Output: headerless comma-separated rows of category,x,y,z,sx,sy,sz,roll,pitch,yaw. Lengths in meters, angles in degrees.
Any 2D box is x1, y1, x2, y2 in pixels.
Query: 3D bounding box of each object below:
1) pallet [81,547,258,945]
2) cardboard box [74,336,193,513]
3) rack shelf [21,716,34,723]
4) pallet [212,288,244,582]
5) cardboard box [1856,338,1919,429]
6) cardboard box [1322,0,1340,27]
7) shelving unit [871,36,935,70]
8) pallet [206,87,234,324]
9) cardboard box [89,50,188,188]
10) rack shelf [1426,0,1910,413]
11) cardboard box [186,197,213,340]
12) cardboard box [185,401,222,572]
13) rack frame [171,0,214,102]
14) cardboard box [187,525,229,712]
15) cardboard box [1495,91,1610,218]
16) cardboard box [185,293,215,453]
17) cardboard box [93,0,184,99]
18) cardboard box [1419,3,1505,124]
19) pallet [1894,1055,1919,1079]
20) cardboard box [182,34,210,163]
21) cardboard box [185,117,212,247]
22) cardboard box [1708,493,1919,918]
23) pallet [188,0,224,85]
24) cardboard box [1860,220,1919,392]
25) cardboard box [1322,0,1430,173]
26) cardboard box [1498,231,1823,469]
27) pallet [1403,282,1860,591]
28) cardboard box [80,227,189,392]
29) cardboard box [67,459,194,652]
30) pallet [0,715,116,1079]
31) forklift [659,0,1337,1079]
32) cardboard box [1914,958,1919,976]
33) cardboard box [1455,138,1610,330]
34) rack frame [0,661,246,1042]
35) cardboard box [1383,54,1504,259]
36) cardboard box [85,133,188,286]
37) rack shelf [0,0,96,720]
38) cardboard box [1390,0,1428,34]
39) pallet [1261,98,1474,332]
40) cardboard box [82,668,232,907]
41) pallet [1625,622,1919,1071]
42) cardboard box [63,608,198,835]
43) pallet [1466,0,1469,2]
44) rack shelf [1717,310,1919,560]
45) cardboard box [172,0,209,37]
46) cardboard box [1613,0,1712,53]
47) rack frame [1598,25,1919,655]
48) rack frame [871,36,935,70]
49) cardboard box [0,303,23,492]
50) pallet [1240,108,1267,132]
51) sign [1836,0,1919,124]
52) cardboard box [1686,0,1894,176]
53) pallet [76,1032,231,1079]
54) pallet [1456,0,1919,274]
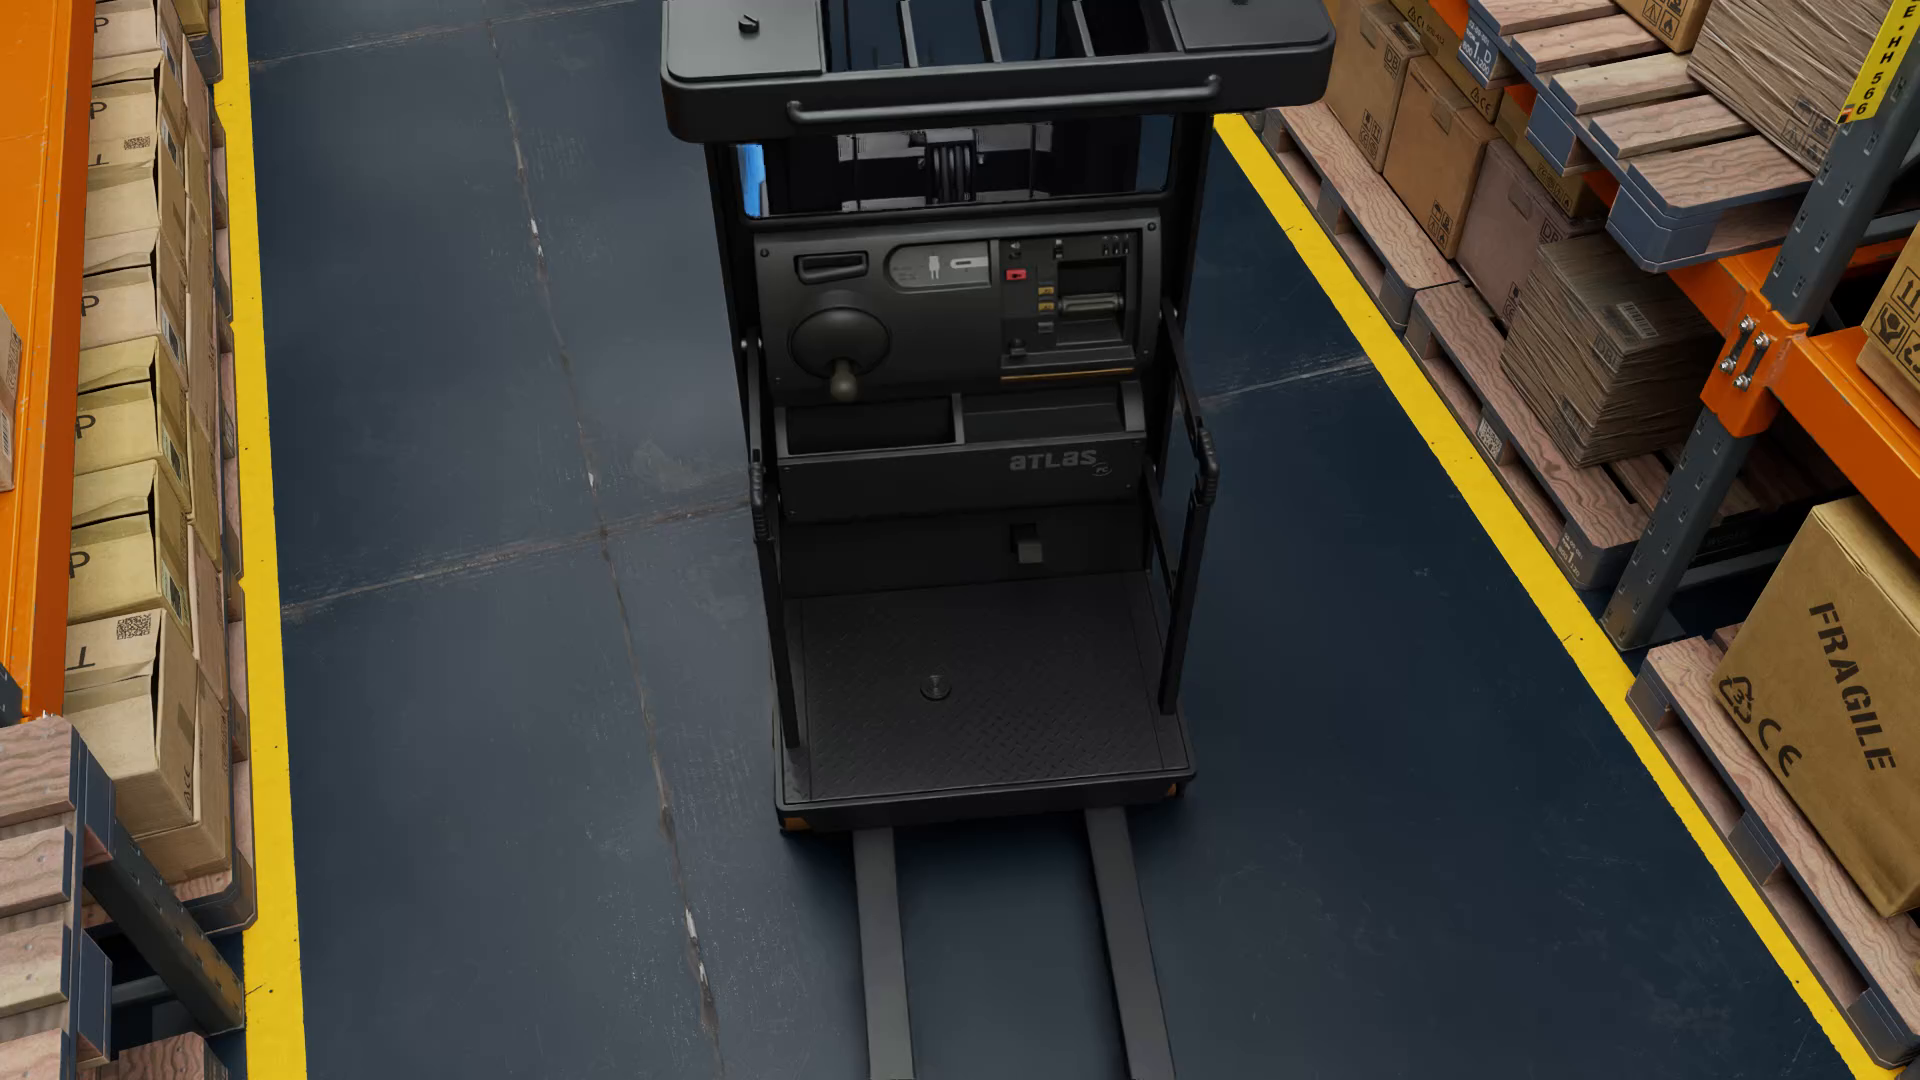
pallet,-2.508,0.627,4.583,1.003,0.211,1.213,-13,51,-11
cardboard box,-2.488,-0.295,4.694,0.500,0.311,0.500,-15,51,-12
rack shelf,-1.711,2.031,2.046,1.077,0.370,4.000,-13,51,-11
pallet,-2.865,-0.262,5.333,1.003,0.211,1.213,-13,51,-11
cardboard box,2.305,-0.417,3.791,0.380,0.149,0.250,-14,51,-12
cardboard box,1.680,-2.142,6.441,0.700,0.500,0.500,-14,51,-12
shelving unit,-0.146,-1.115,5.494,0.215,1.050,0.252,-10,47,-8
pallet,-3.230,-1.155,6.085,1.003,0.211,1.213,-13,51,-11
cardboard box,-2.932,-1.403,5.628,0.500,0.311,0.500,-12,51,-10
rack shelf,1.837,-2.013,5.456,1.077,0.370,4.000,-13,51,-11
cardboard box,-2.786,-0.851,5.529,0.500,0.250,0.500,-12,51,-10
cardboard box,-2.485,-0.105,4.900,0.500,0.250,0.500,-15,51,-12
rack frame,-3.485,-2.583,5.466,1.000,3.000,0.127,-13,51,-11
cardboard box,-2.326,0.274,4.581,0.500,0.250,0.500,-15,51,-12
cardboard box,2.058,-1.307,5.246,0.500,0.250,0.500,-12,51,-10
cardboard box,-2.637,-0.479,5.216,0.500,0.250,0.500,-12,51,-10
cardboard box,-3.091,-1.782,5.947,0.500,0.311,0.500,-13,51,-11
cardboard box,1.901,-1.681,5.562,0.500,0.250,0.500,-14,51,-11
pallet,2.947,1.597,3.766,1.003,0.211,1.213,-13,51,-11
cardboard box,-3.085,-1.595,6.156,0.500,0.250,0.500,-14,51,-11
cardboard box,-2.938,-1.225,5.844,0.500,0.250,0.500,-14,51,-12
cardboard box,2.521,0.340,4.133,0.750,0.750,0.750,-14,51,-11
pallet,-3.680,-2.274,7.029,1.003,0.211,1.213,-13,51,-11
cardboard box,2.328,-0.506,3.442,0.500,0.500,0.500,-12,51,-10
cardboard box,1.793,-1.760,6.119,0.700,0.500,0.500,-13,51,-11
cardboard box,2.166,-0.634,5.170,0.700,0.500,0.500,-13,51,-10
pallet,2.199,-0.456,5.497,1.003,0.211,1.213,-13,51,-11
cardboard box,-2.641,-0.670,5.010,0.500,0.311,0.500,-14,51,-11
cardboard box,-2.340,0.078,4.379,0.500,0.311,0.500,-14,51,-12
pallet,-2.035,0.880,2.672,1.213,0.211,1.003,-13,51,-11
forklift,0.026,-0.433,3.698,1.130,2.935,3.031,-5,50,-4
cardboard box,2.774,0.981,3.592,0.750,0.750,0.750,-14,51,-11
cardboard box,2.125,-1.037,5.509,0.700,0.500,0.500,-13,51,-11
rack frame,-2.302,0.339,3.003,1.000,3.000,0.127,-13,51,-11
cardboard box,1.951,-1.393,5.810,0.700,0.500,0.500,-14,51,-11
cardboard box,-2.786,-1.038,5.320,0.500,0.311,0.500,-13,51,-11
rack shelf,-2.894,-0.890,4.509,1.077,0.370,4.000,-13,51,-11
cardboard box,1.771,-2.050,5.873,0.500,0.250,0.500,-15,51,-12
pallet,1.842,-1.346,6.247,1.003,0.211,1.213,-13,51,-11
cardboard box,-2.176,0.641,4.272,0.500,0.250,0.500,-13,51,-11
pallet,2.590,0.707,4.516,1.003,0.211,1.213,-13,51,-11
cardboard box,-2.176,0.460,4.057,0.500,0.311,0.500,-12,51,-10
pallet,1.804,-2.159,5.234,1.003,0.211,1.213,-13,51,-11
rack shelf,3.020,0.908,2.993,1.077,0.370,4.000,-13,51,-11
cardboard box,-3.333,-2.239,6.700,0.500,0.250,0.500,-13,51,-11
cardboard box,2.089,-1.701,4.369,0.700,0.500,0.500,-18,52,-14
rack frame,2.429,-0.784,3.949,1.000,3.000,0.127,-13,51,-11
rack frame,-0.173,-1.201,5.577,0.200,1.050,0.008,-10,47,-8
cardboard box,-2.382,-0.330,3.624,0.500,0.311,0.500,-14,51,-11
pallet,1.478,-2.239,6.999,1.003,0.211,1.213,-13,51,-11
sign,1.913,-1.002,3.428,0.100,0.325,0.005,-13,51,-11
cardboard box,2.280,-1.299,4.030,0.700,0.500,0.500,-19,52,-15
pallet,-2.117,1.791,3.602,1.003,0.211,1.213,-13,51,-11
pallet,2.116,-1.219,4.441,1.213,0.211,1.003,-13,51,-11
